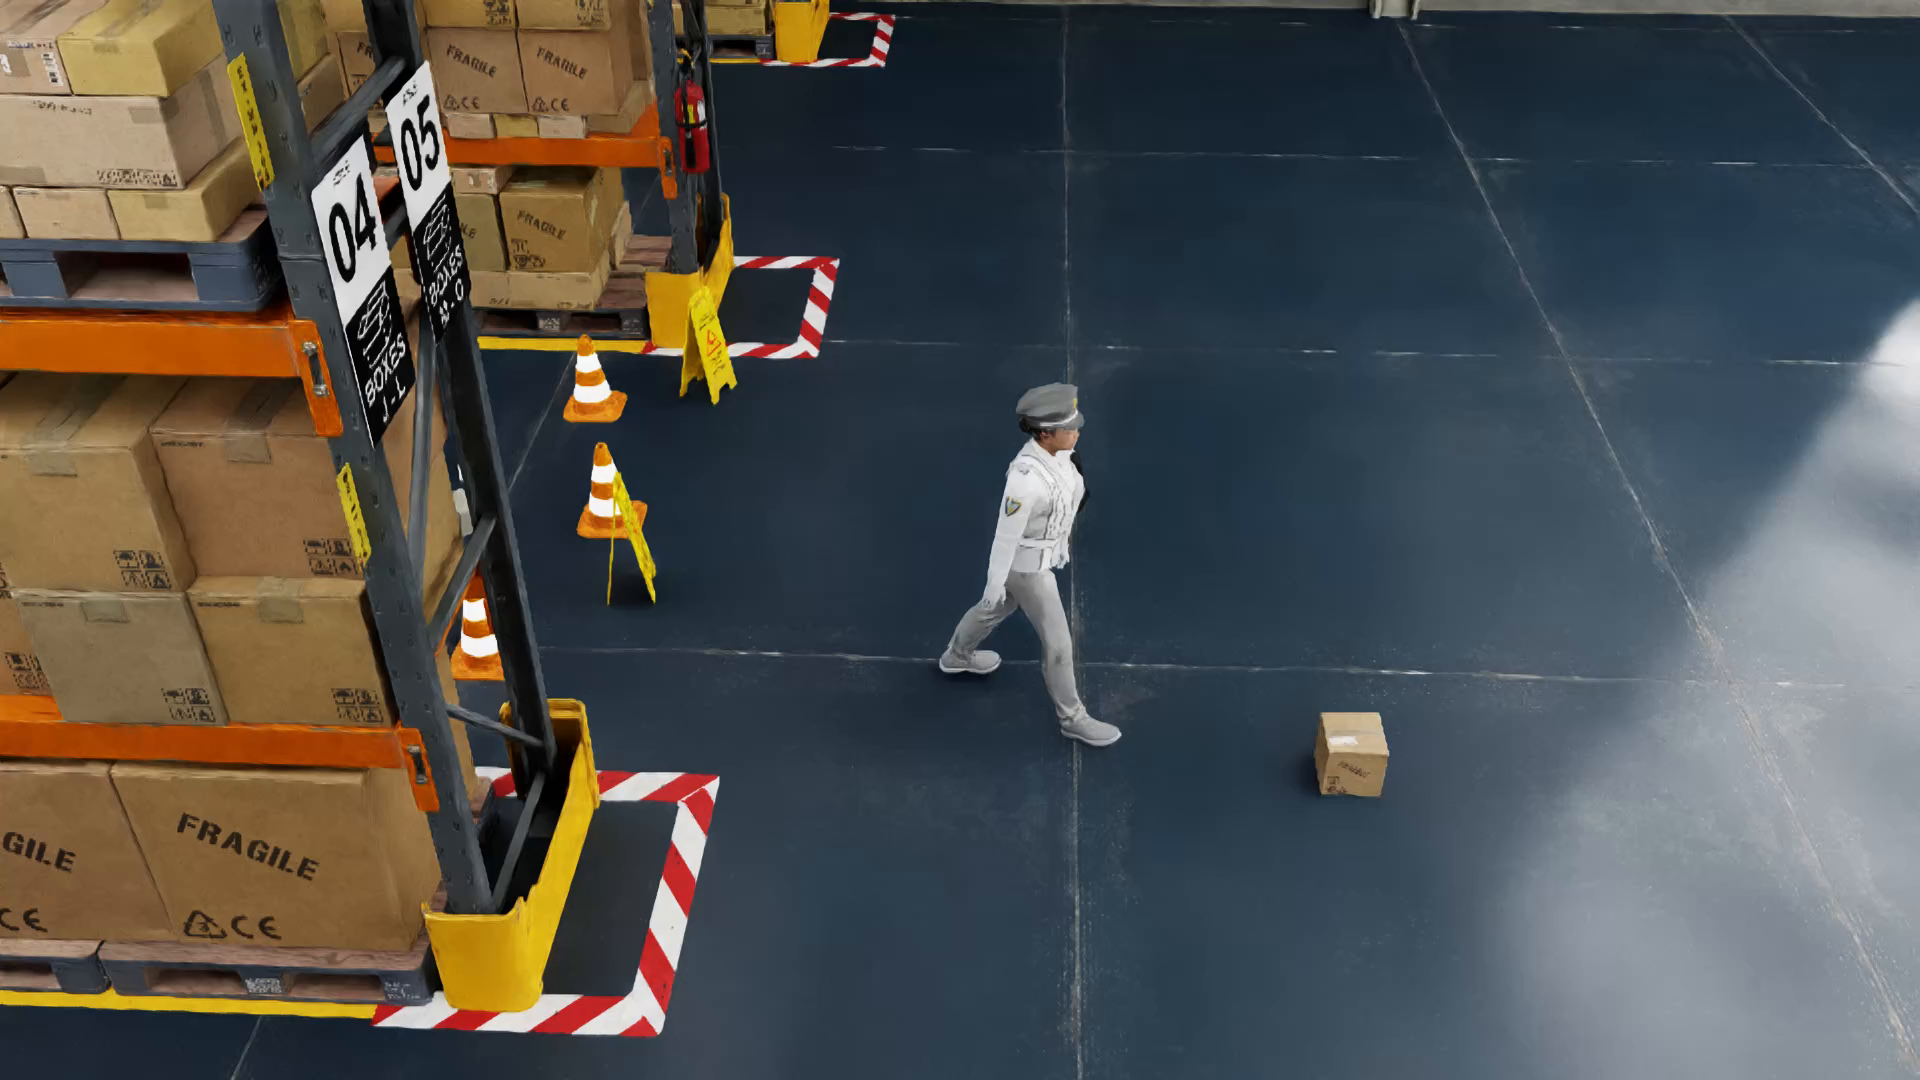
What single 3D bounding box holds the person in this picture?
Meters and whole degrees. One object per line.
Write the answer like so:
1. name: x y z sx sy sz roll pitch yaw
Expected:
1. person: 0.328 0.060 7.036 0.923 1.636 0.520 13 38 17
